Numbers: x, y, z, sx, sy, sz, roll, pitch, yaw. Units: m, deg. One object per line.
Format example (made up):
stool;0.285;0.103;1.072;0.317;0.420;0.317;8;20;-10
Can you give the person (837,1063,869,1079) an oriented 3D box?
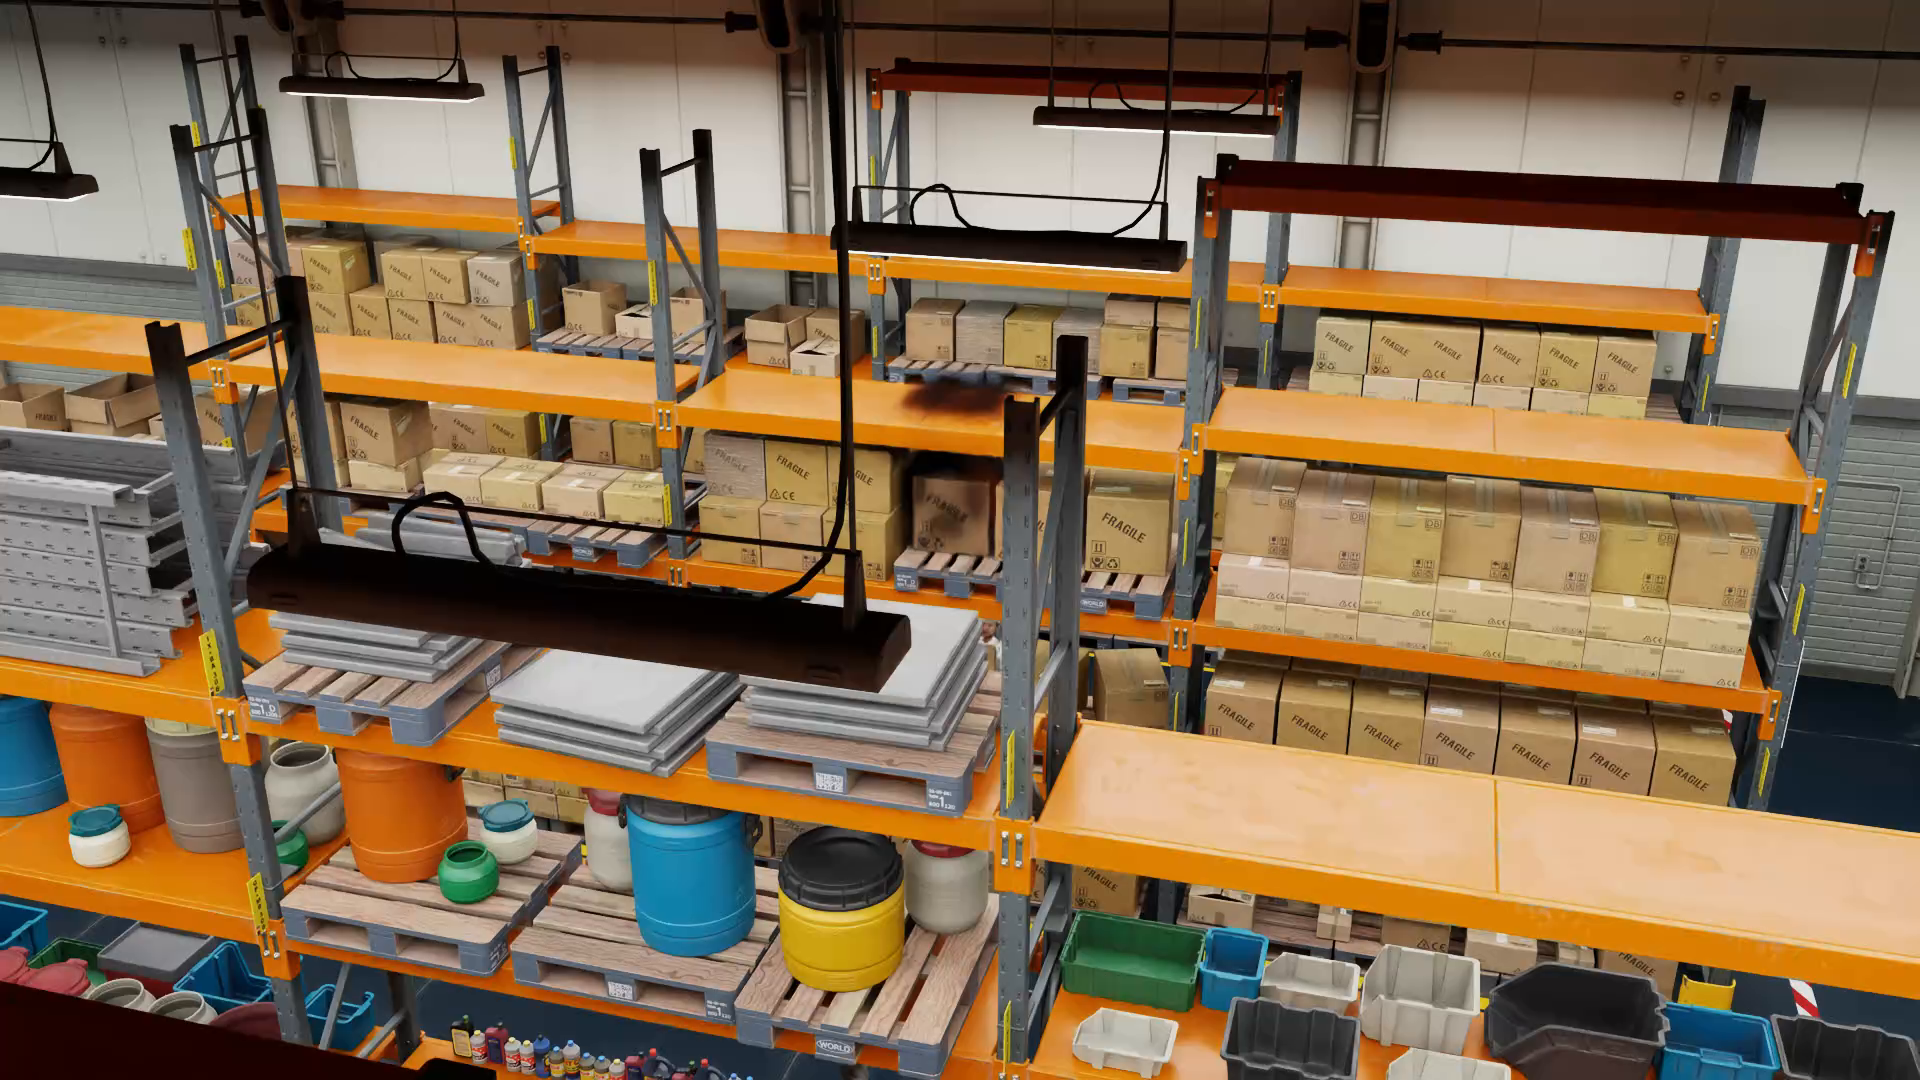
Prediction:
person;-0.774;3.104;10.941;0.638;1.803;0.617;16;27;33

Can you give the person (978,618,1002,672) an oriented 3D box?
person;0.247;1.423;15.067;0.507;1.681;0.548;-18;29;-37

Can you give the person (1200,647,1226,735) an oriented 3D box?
person;2.418;1.303;15.208;1.053;1.720;0.641;6;23;13
